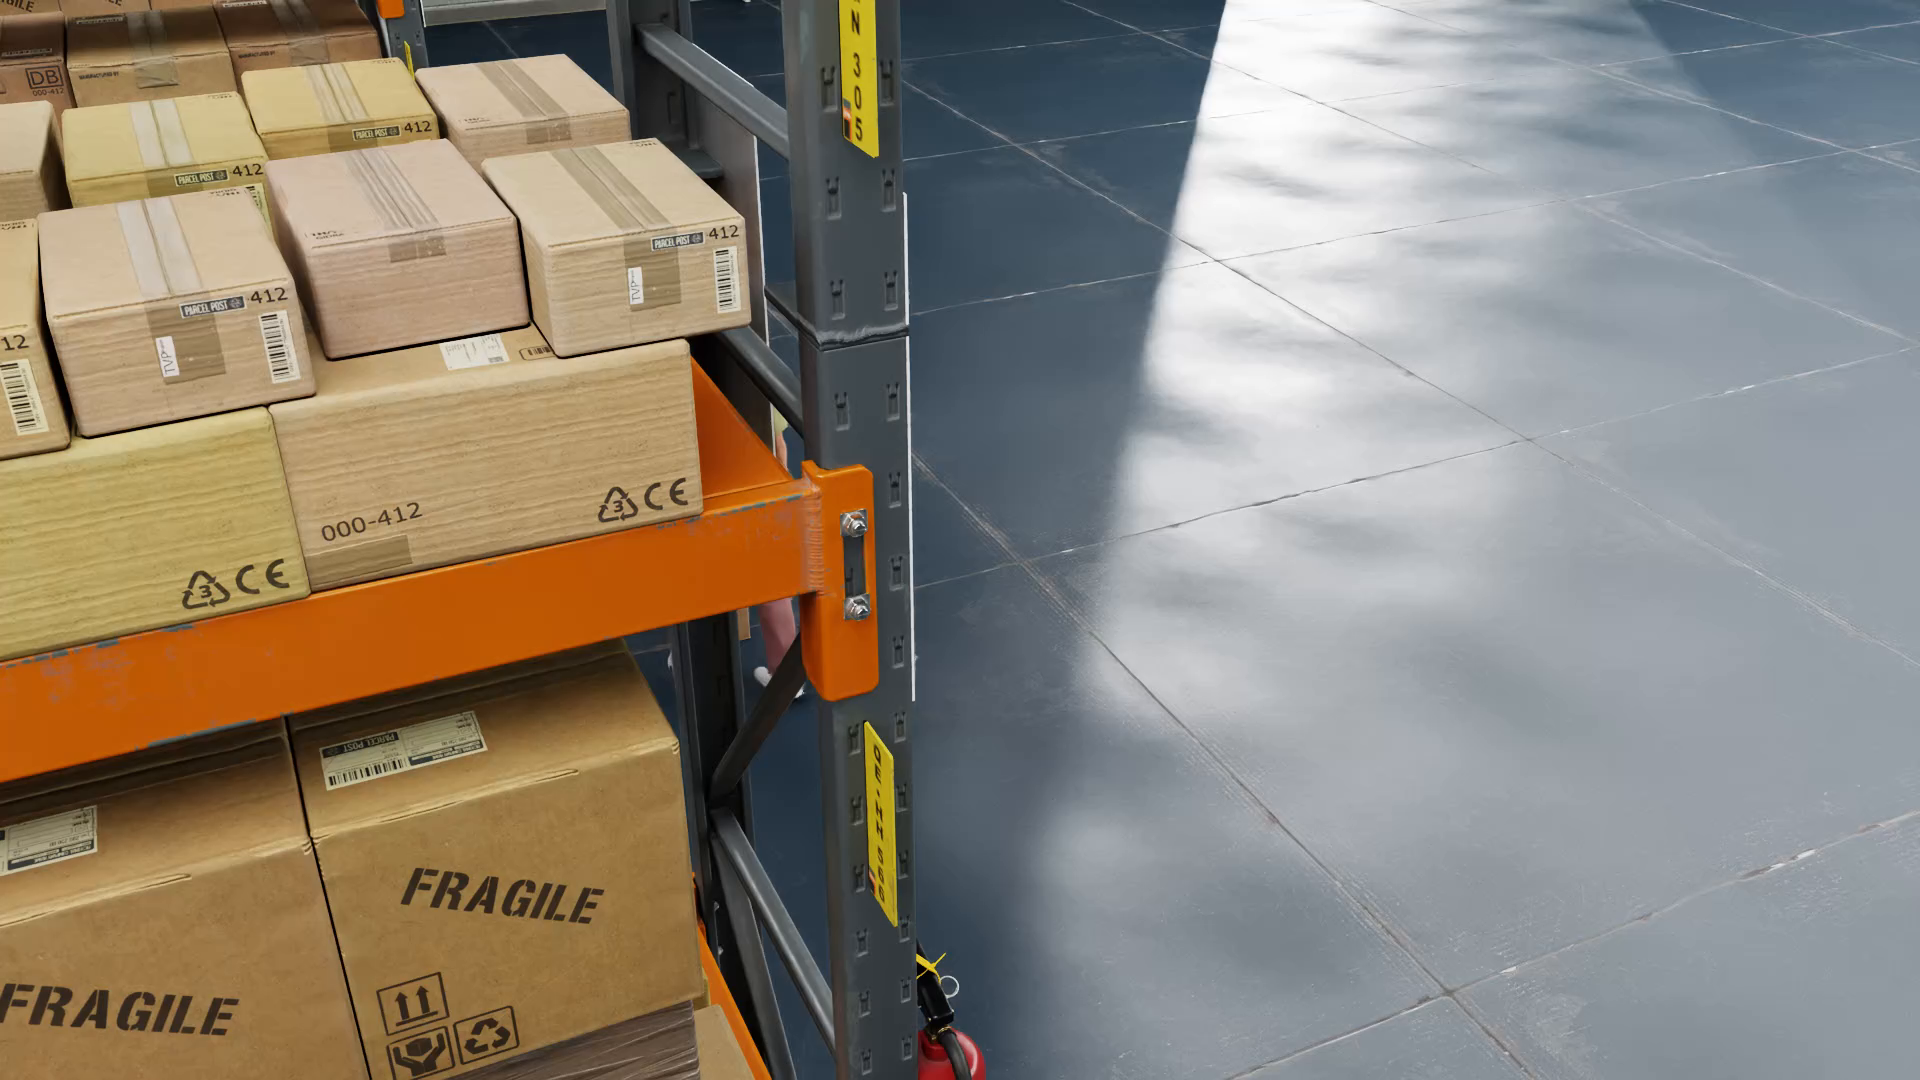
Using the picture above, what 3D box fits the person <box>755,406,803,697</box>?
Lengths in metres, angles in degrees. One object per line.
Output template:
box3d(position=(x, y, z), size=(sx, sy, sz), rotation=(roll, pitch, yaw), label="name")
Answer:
box3d(position=(-0.875, -0.110, 6.360), size=(0.442, 1.698, 0.405), rotation=(-12, 32, -20), label="person")
